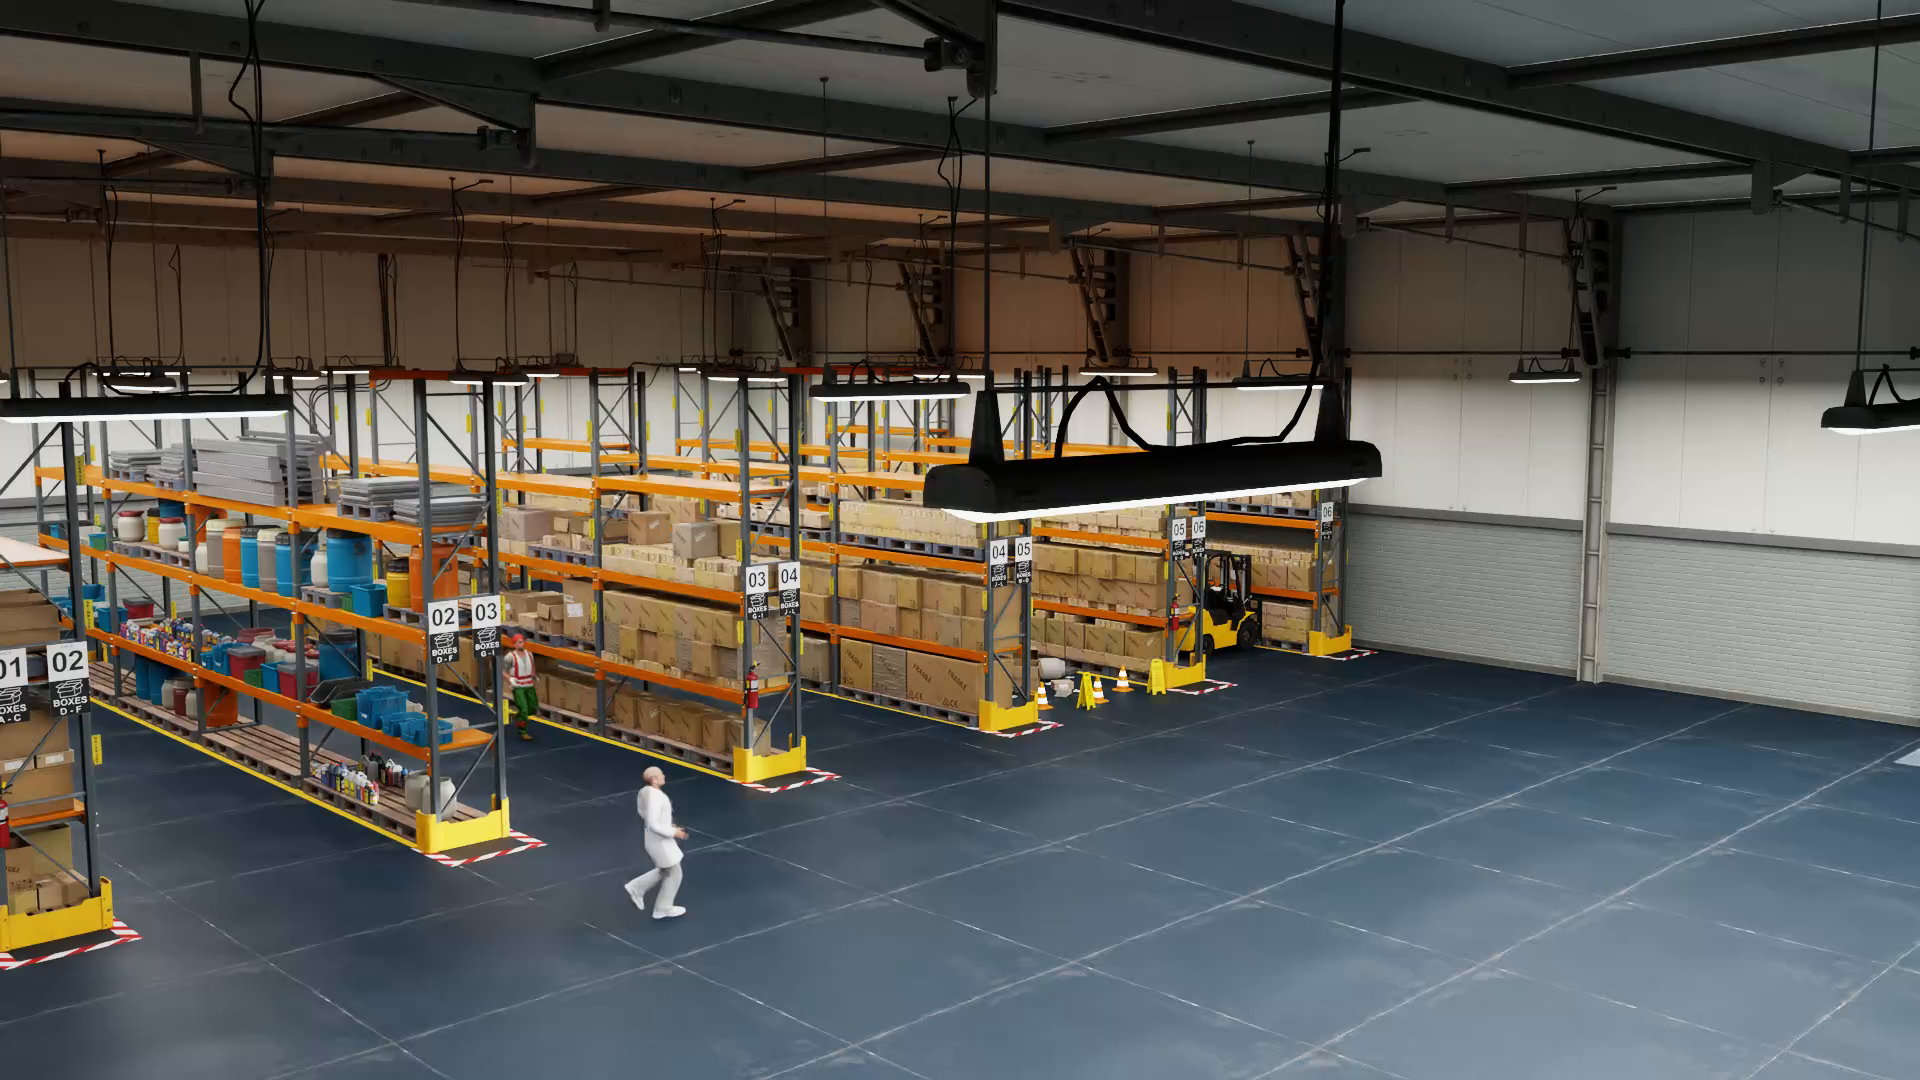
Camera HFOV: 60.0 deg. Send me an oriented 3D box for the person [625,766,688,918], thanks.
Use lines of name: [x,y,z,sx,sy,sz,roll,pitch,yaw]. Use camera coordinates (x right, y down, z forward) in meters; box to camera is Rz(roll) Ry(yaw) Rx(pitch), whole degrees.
person: [-3.405,3.377,18.581,0.670,1.724,0.708,-2,7,-21]

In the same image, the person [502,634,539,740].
person: [-7.211,2.396,27.246,0.622,1.737,0.654,6,9,42]
